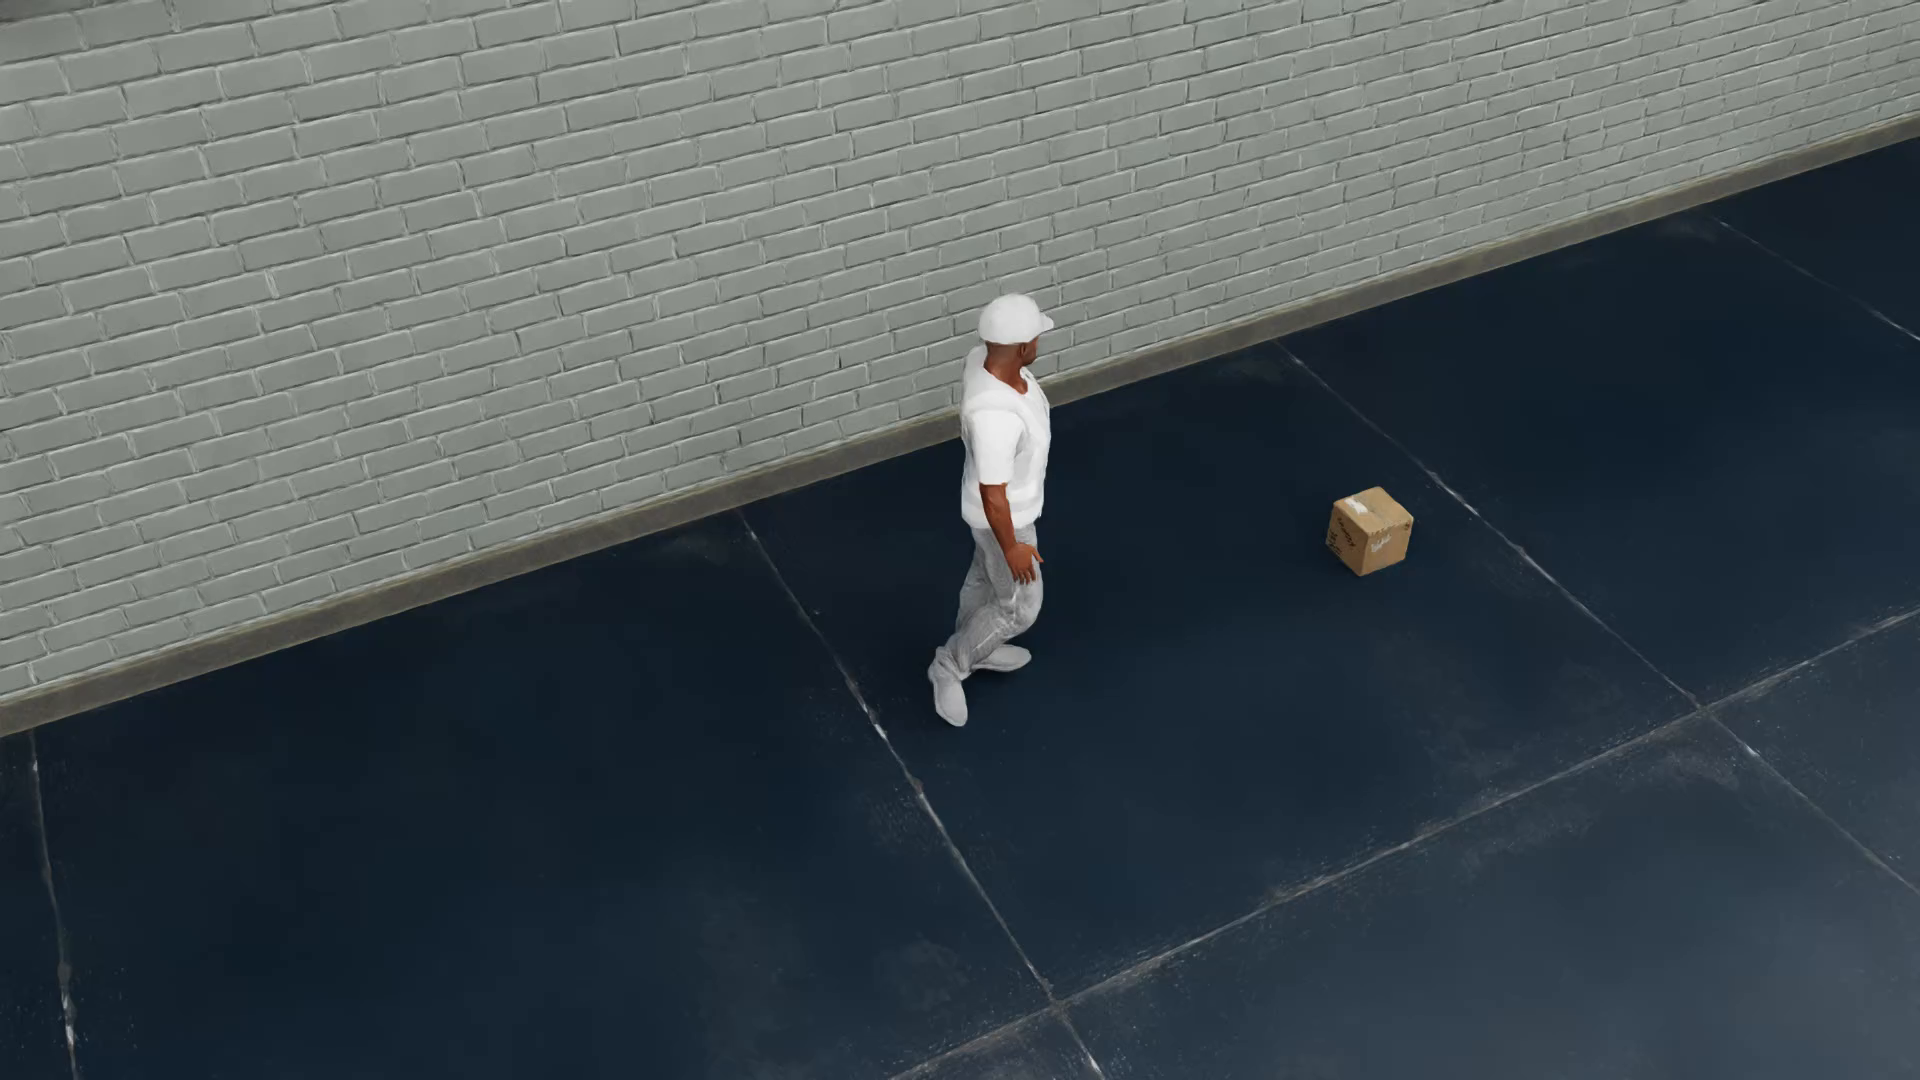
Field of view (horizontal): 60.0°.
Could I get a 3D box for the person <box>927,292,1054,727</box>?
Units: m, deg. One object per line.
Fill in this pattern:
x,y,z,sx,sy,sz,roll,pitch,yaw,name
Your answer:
0.103,-0.114,6.242,0.452,1.762,0.730,3,41,3,person
